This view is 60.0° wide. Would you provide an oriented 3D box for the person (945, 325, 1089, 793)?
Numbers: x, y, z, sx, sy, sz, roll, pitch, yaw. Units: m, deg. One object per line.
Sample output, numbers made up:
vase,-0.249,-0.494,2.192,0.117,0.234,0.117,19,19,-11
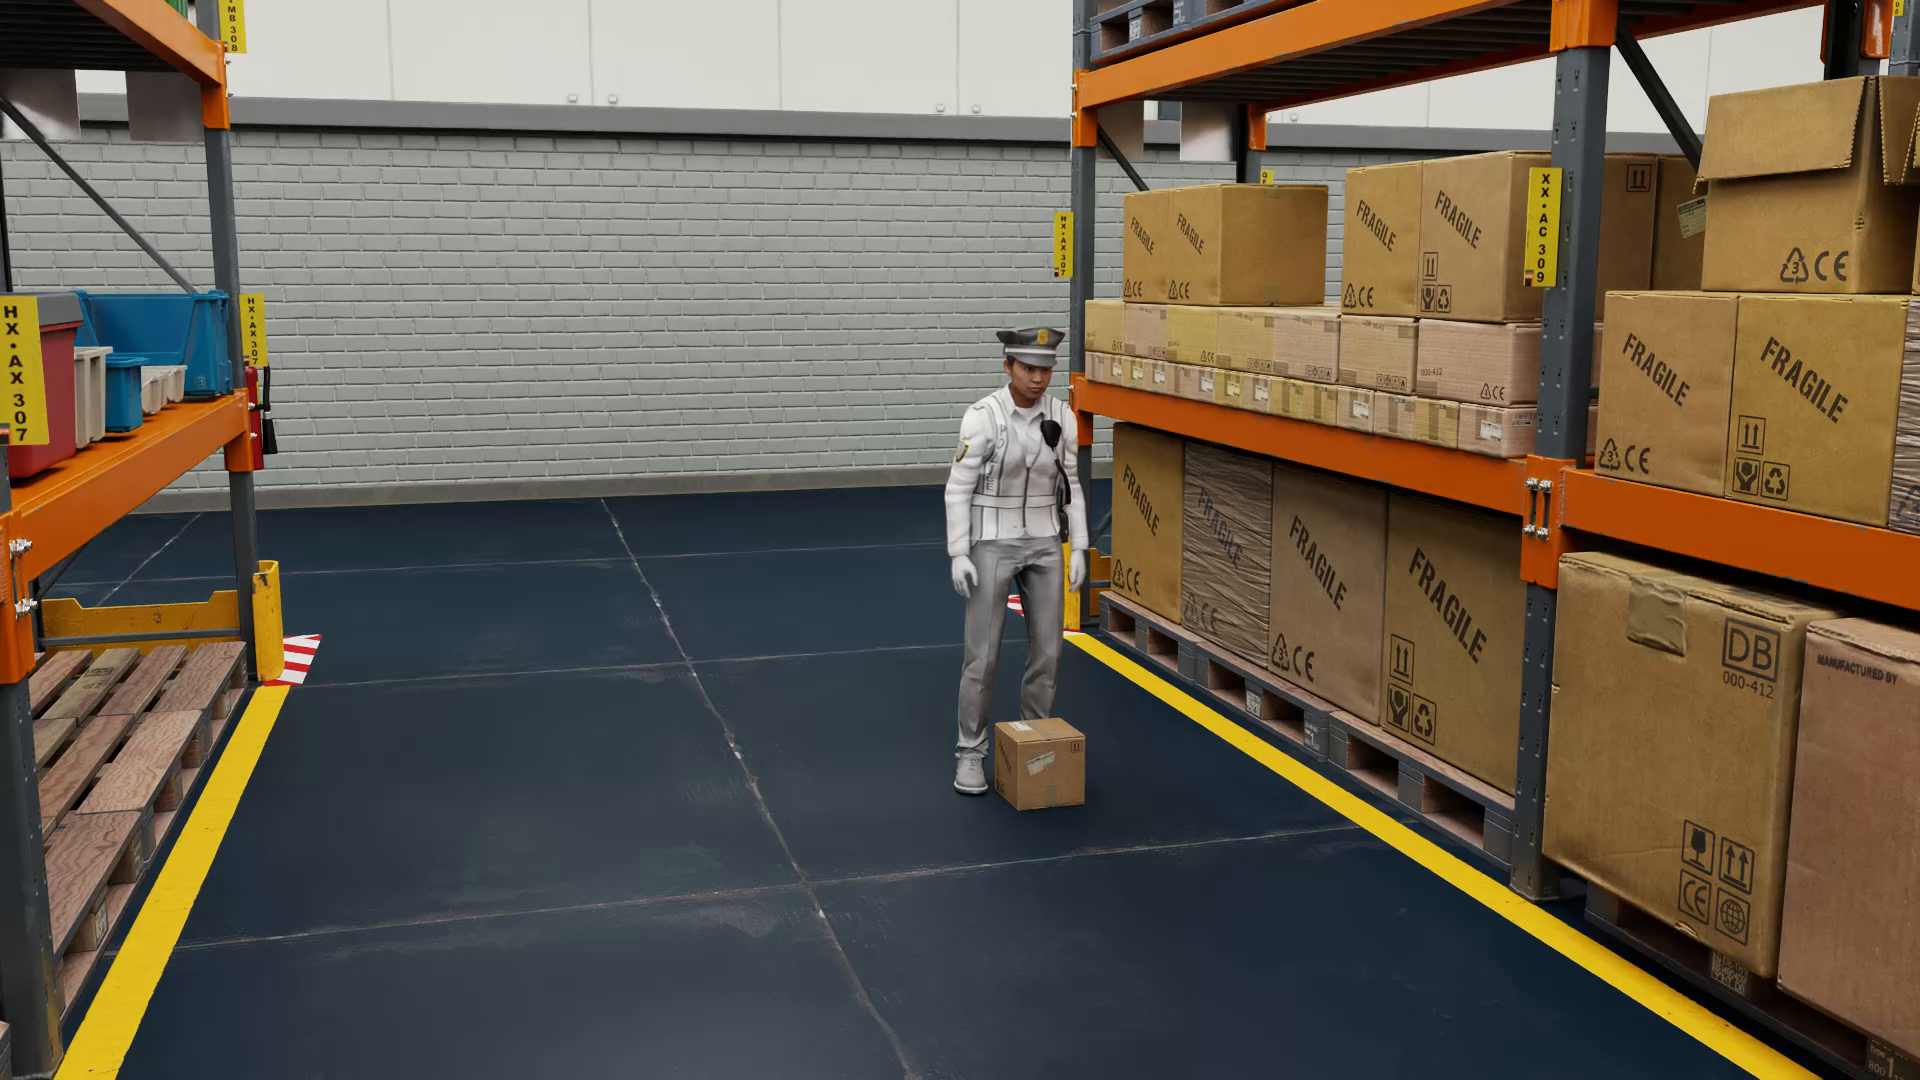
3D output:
person,0.212,0.059,6.008,0.537,1.663,0.377,-3,10,-17
